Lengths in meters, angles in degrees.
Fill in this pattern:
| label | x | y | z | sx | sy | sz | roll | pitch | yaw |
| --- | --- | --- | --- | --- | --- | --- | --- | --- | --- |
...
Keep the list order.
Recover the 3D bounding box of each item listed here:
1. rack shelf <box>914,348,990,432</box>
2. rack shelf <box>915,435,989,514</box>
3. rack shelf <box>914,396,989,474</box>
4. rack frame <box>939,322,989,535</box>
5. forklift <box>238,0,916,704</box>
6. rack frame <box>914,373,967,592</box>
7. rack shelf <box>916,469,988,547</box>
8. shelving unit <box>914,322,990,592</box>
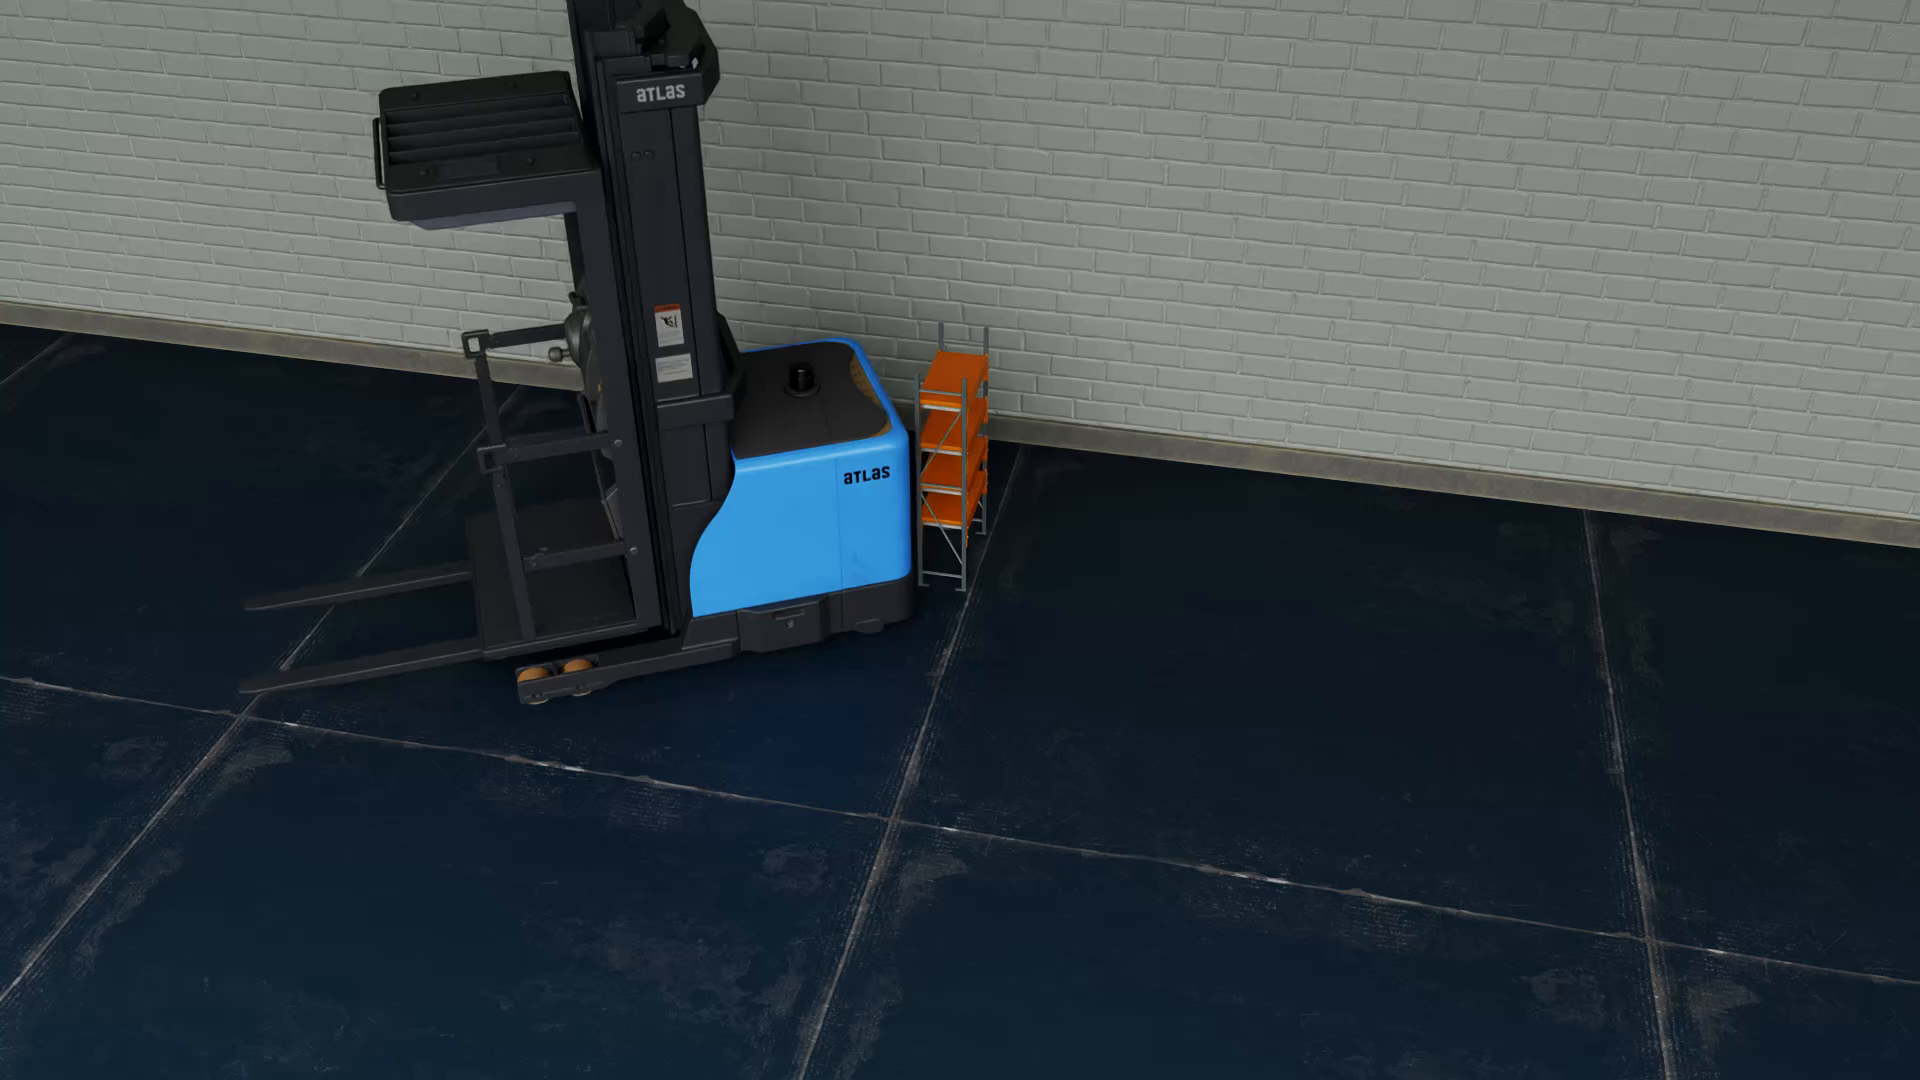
| label | x | y | z | sx | sy | sz | roll | pitch | yaw |
| --- | --- | --- | --- | --- | --- | --- | --- | --- | --- |
| rack shelf | -0.035 | -0.709 | 7.807 | 0.258 | 0.148 | 0.480 | 7 | 37 | 10 |
| rack shelf | -0.035 | -0.336 | 8.077 | 0.258 | 0.148 | 0.480 | 7 | 37 | 10 |
| rack shelf | -0.035 | -0.518 | 7.945 | 0.258 | 0.148 | 0.480 | 7 | 37 | 10 |
| rack frame | 0.017 | -0.531 | 8.230 | 0.240 | 1.200 | 0.015 | 7 | 37 | 10 |
| forklift | -1.788 | -0.794 | 7.117 | 3.031 | 2.935 | 1.130 | -10 | 37 | -14 |
| rack frame | -0.087 | -0.251 | 7.844 | 0.240 | 1.200 | 0.015 | 7 | 37 | 10 |
| rack shelf | -0.035 | -0.176 | 8.193 | 0.258 | 0.148 | 0.480 | 7 | 37 | 10 |
| shelving unit | -0.035 | -0.391 | 8.037 | 0.258 | 1.200 | 0.503 | 7 | 37 | 10 |
